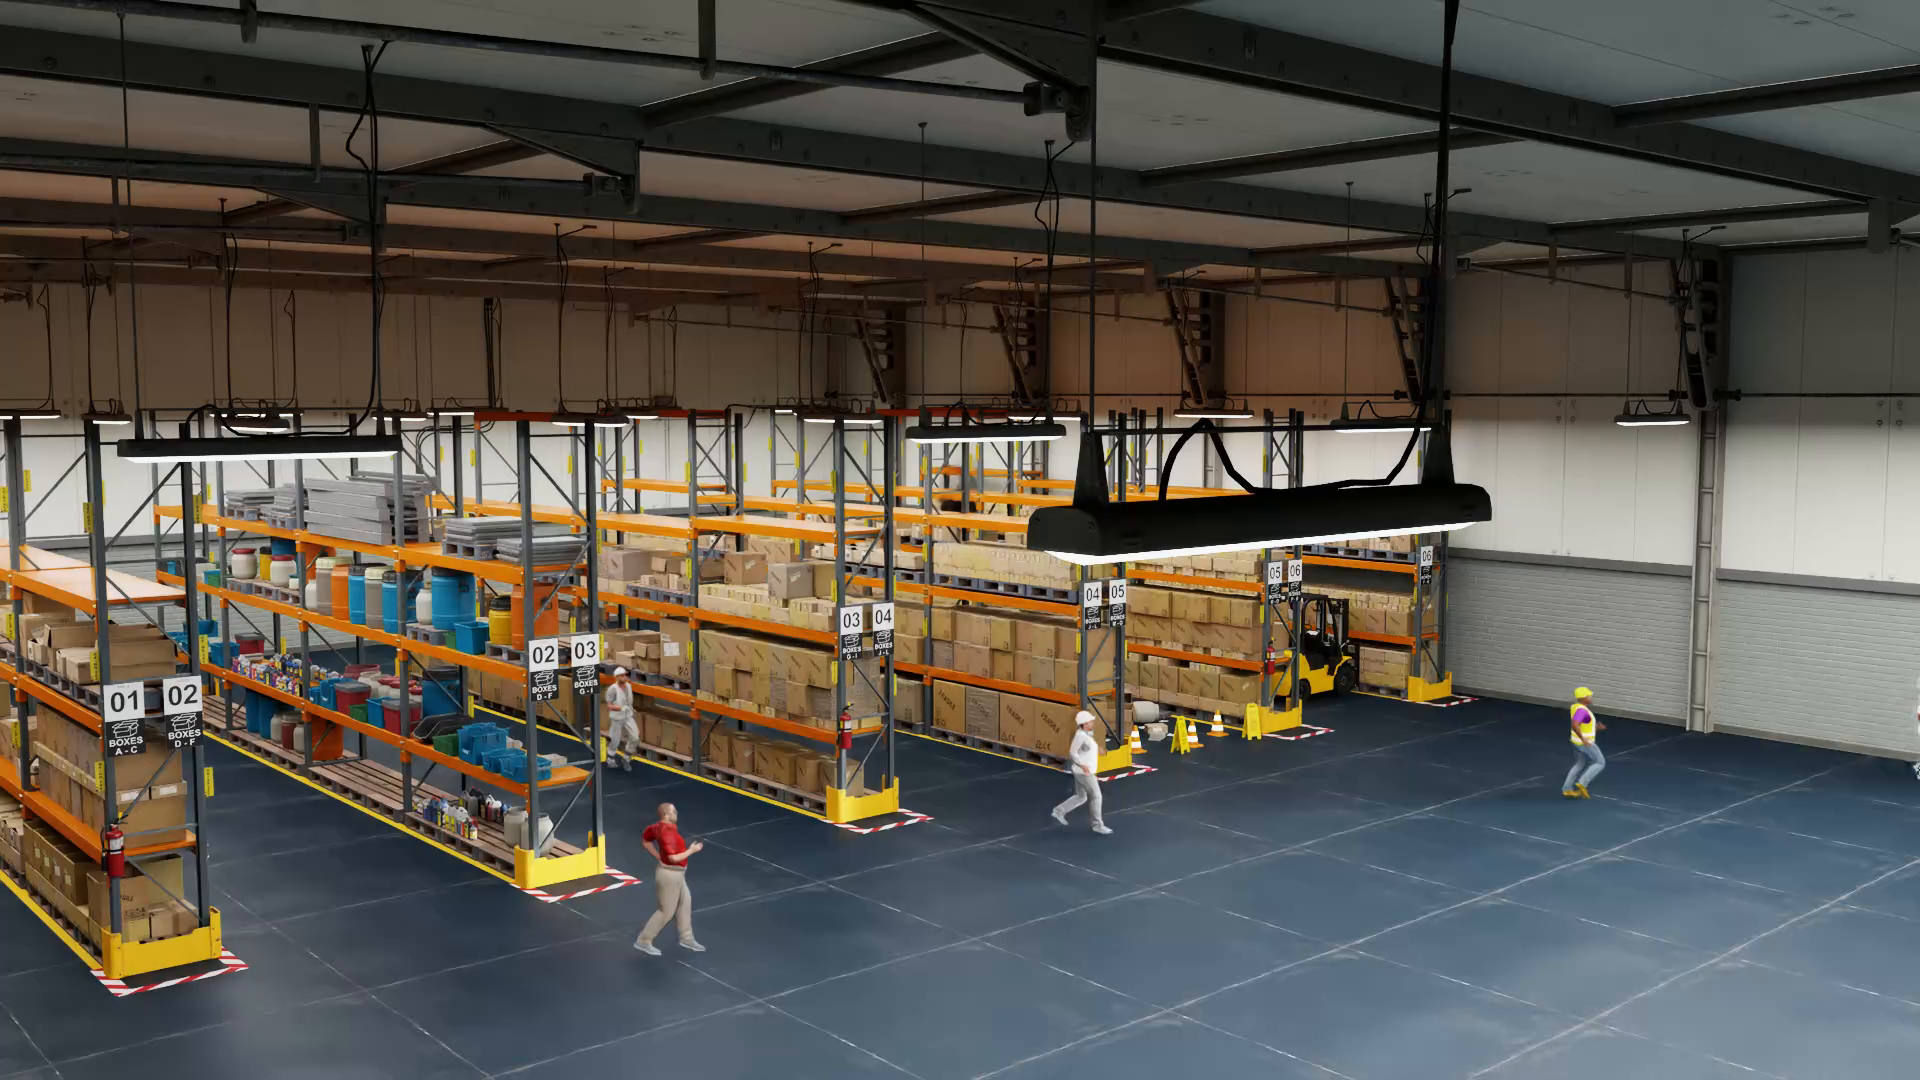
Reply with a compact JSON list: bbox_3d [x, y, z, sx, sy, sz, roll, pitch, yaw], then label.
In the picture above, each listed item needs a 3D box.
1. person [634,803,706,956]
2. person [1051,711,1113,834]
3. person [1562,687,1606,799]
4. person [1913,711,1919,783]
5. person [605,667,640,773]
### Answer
[{"bbox_3d":[-3.264,3.822,18.663,0.823,1.771,0.647,-2,5,-17],"label":"person"},{"bbox_3d":[1.762,3.343,23.984,0.890,1.787,0.648,0,5,0],"label":"person"},{"bbox_3d":[9.778,3.167,25.988,0.673,1.742,0.676,0,5,1],"label":"person"},{"bbox_3d":[15.757,3.108,26.854,0.571,1.720,0.676,3,6,34],"label":"person"},{"bbox_3d":[-5.627,3.004,27.761,0.643,1.796,0.805,-5,7,-44],"label":"person"}]
